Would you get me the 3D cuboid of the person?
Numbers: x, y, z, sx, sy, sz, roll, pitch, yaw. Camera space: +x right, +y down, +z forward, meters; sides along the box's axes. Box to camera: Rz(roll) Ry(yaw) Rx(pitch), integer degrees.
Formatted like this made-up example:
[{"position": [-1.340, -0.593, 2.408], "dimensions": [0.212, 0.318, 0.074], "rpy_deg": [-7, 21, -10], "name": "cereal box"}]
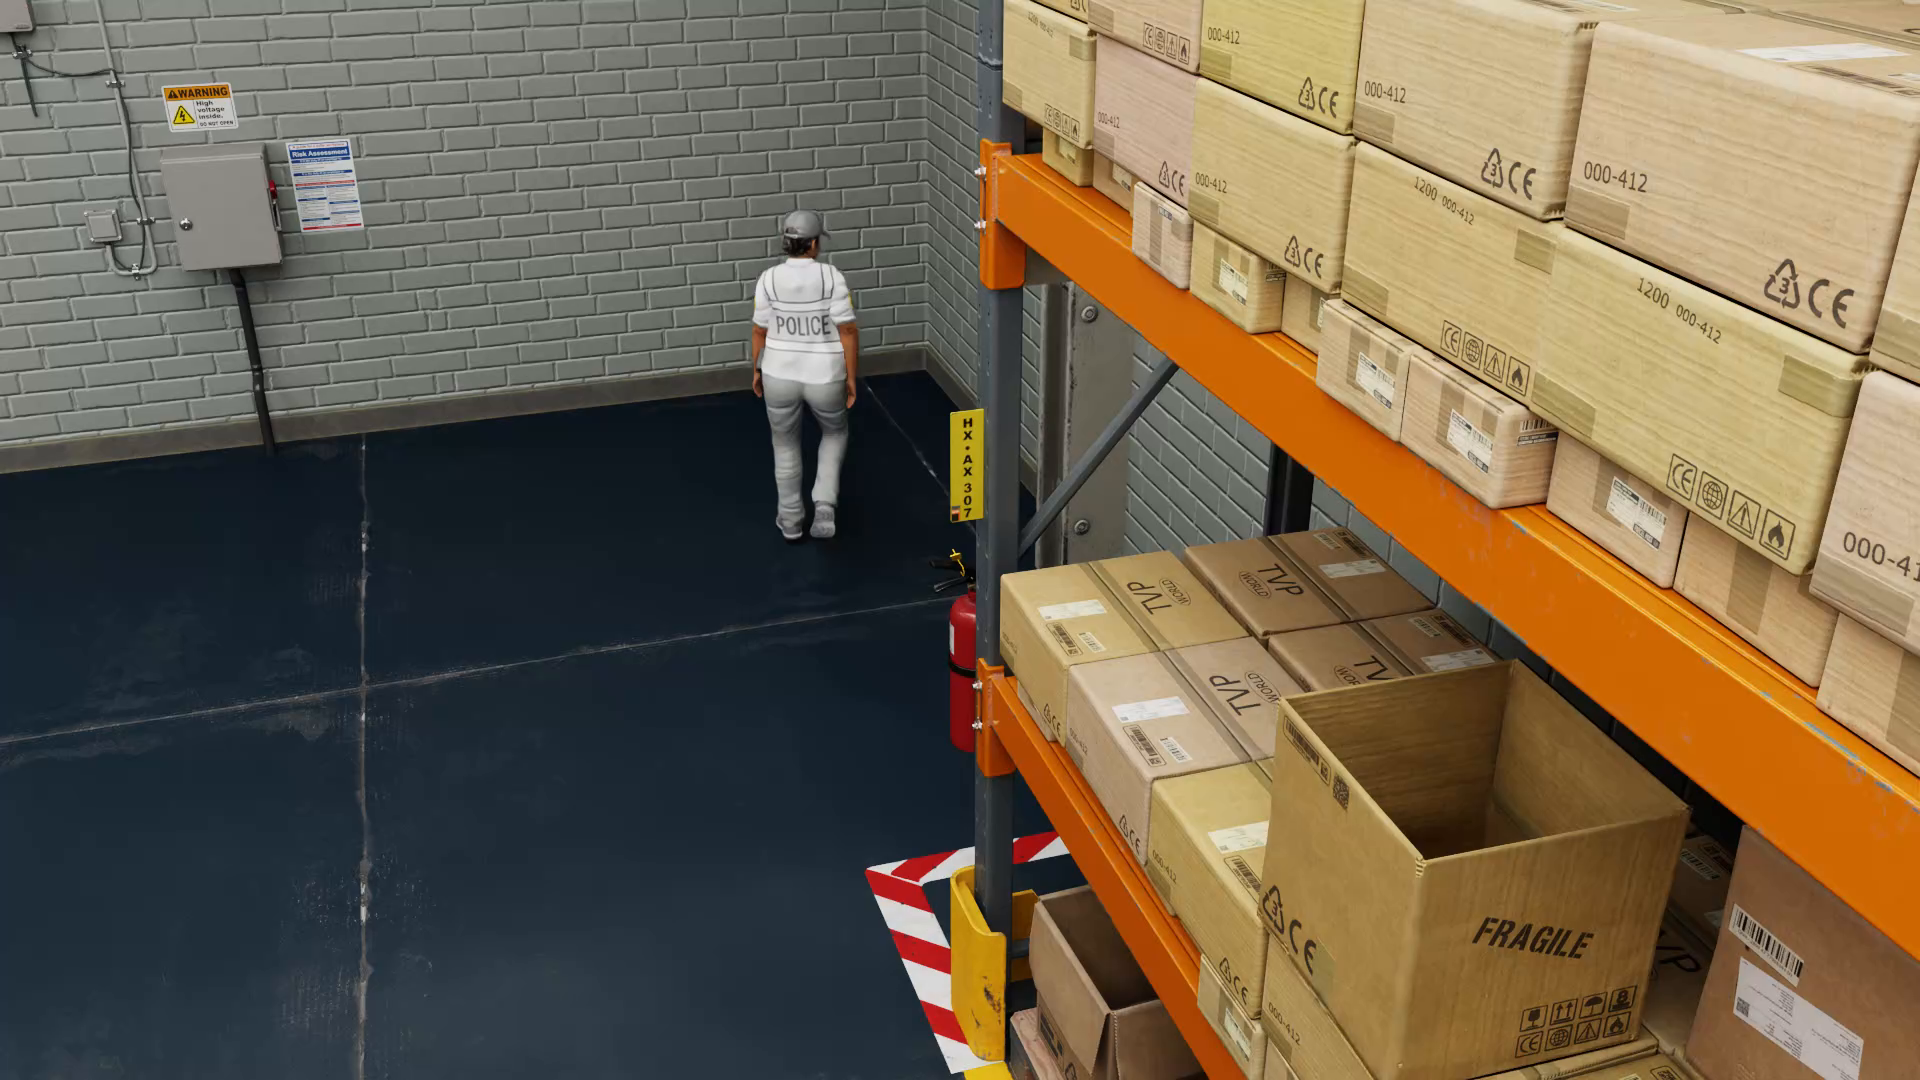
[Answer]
[{"position": [-0.754, -0.776, 8.143], "dimensions": [0.531, 1.657, 0.460], "rpy_deg": [-2, 27, -4], "name": "person"}]
